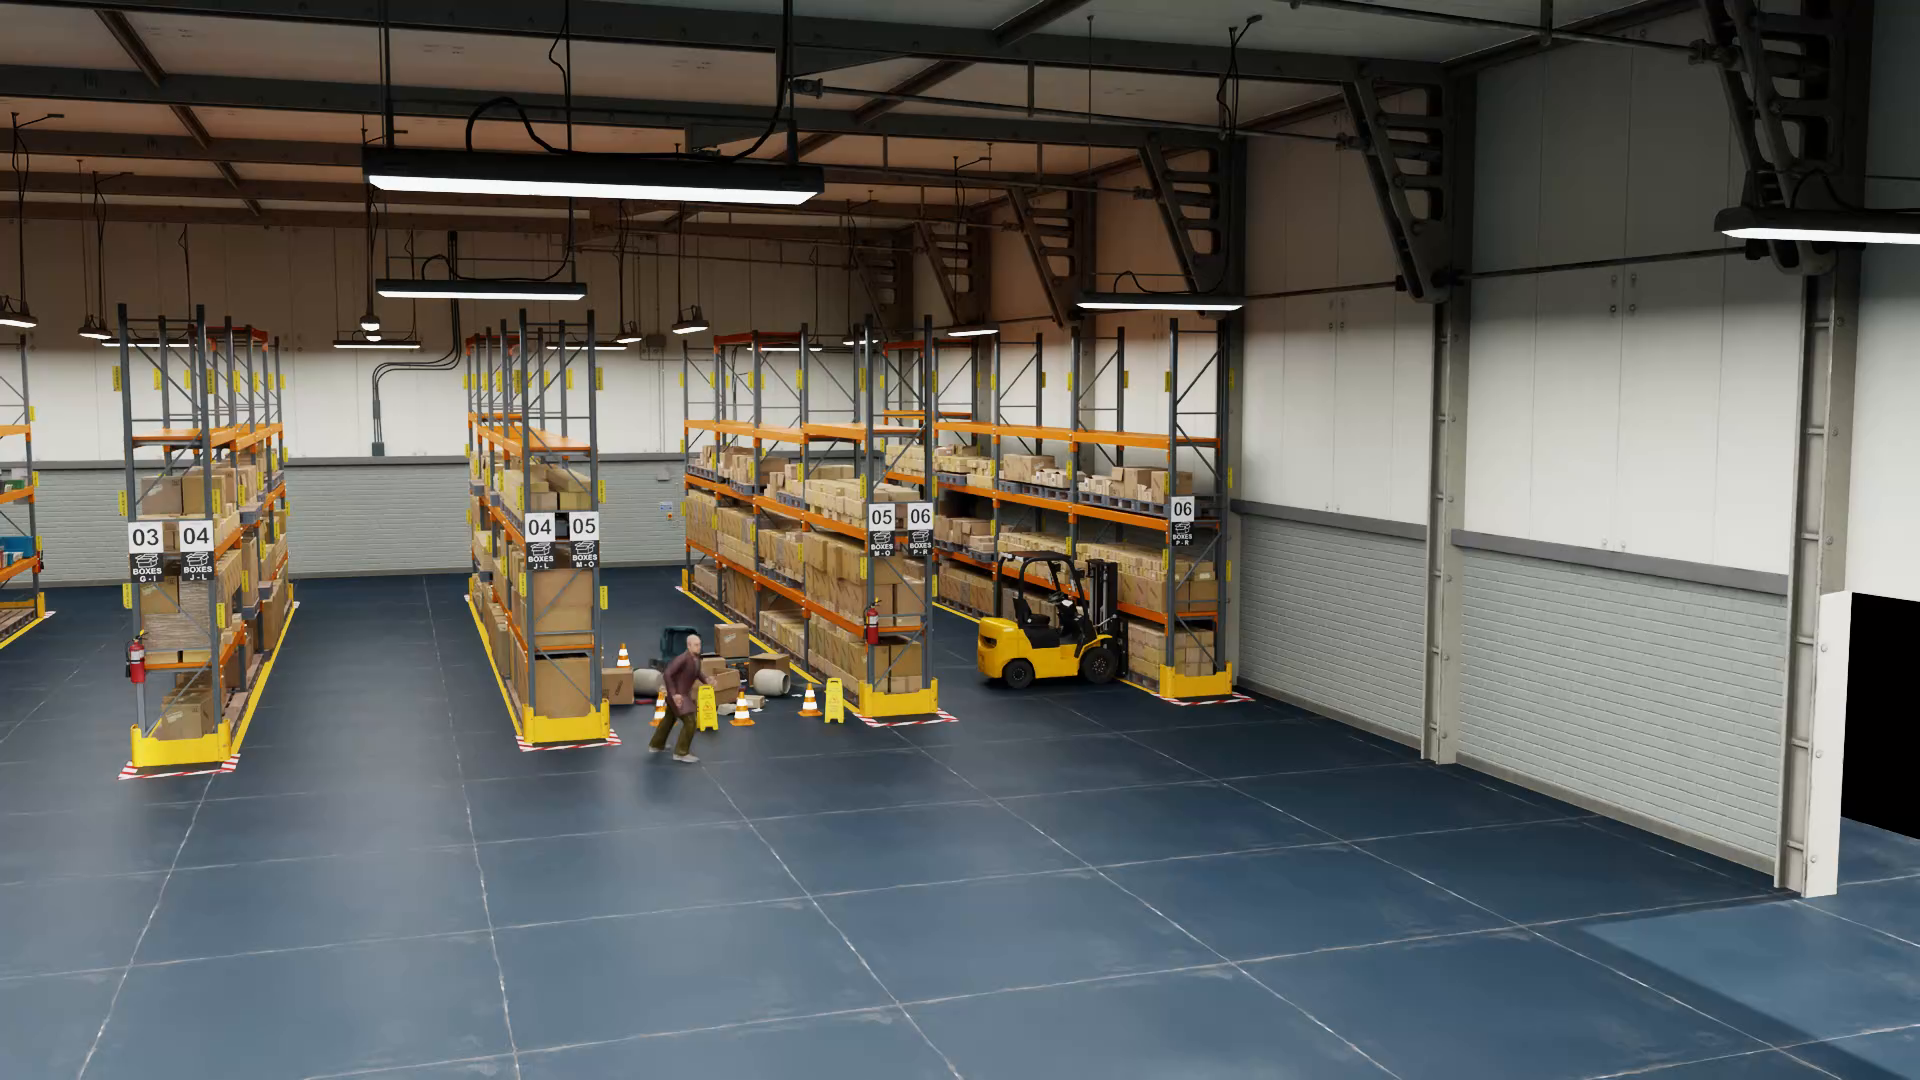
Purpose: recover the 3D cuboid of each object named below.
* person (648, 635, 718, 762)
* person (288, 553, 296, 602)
[{"bbox_3d":[-3.688,2.080,22.057,0.973,1.704,0.763,0,5,1],"label":"person"},{"bbox_3d":[-15.582,0.577,37.919,0.772,1.719,0.696,-1,6,-15],"label":"person"}]
